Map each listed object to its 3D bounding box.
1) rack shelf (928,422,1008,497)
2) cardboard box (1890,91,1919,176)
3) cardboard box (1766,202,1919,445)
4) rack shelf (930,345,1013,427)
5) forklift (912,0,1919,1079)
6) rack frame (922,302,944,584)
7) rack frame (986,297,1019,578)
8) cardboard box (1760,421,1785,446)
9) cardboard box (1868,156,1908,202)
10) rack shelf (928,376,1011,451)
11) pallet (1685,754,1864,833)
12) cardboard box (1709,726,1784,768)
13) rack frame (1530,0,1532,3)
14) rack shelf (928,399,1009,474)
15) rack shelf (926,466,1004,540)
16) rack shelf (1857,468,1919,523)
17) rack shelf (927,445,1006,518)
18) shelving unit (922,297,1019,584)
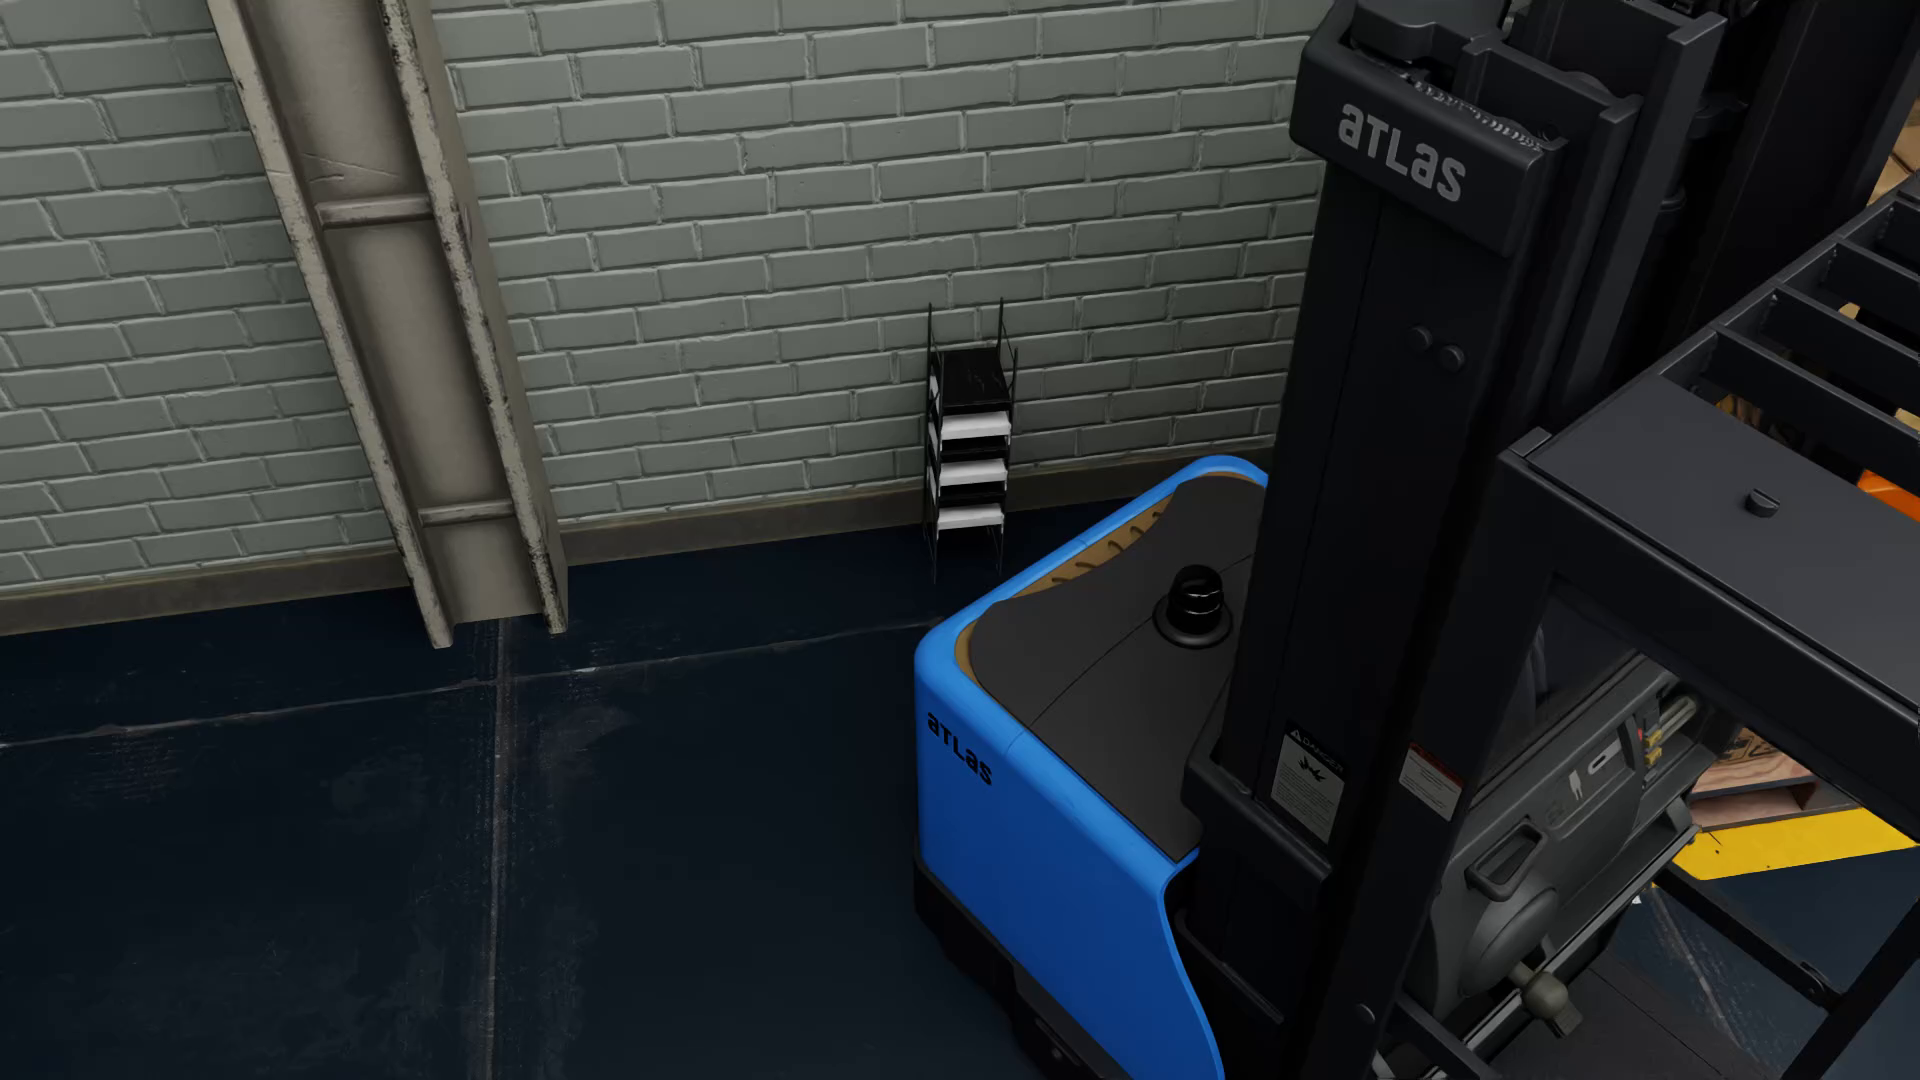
[{"bbox_3d":[0.018,-0.250,4.907,0.200,0.077,0.258,-5,46,-8],"label":"rack shelf"},{"bbox_3d":[2.329,-0.901,3.933,0.500,0.250,0.500,-7,46,-7],"label":"cardboard box"},{"bbox_3d":[1.905,-0.458,3.506,0.500,0.250,0.500,-7,46,-7],"label":"cardboard box"},{"bbox_3d":[0.028,-0.438,4.714,0.200,0.077,0.258,-5,46,-8],"label":"rack shelf"},{"bbox_3d":[1.221,0.531,2.703,1.130,2.935,3.031,-32,54,-27],"label":"forklift"},{"bbox_3d":[-0.081,-0.264,4.869,0.006,0.900,0.240,-5,46,-8],"label":"rack frame"},{"bbox_3d":[0.119,-0.283,4.897,0.006,0.900,0.240,-5,46,-8],"label":"rack frame"},{"bbox_3d":[1.783,-0.301,3.632,0.250,0.149,0.380,-7,47,-7],"label":"cardboard box"},{"bbox_3d":[1.820,-0.839,3.873,0.500,0.250,0.500,-6,46,-6],"label":"cardboard box"},{"bbox_3d":[0.024,-0.376,4.778,0.200,0.077,0.258,-5,46,-8],"label":"rack shelf"},{"bbox_3d":[2.273,0.317,4.798,1.213,0.211,1.003,-7,46,-7],"label":"pallet"},{"bbox_3d":[2.031,0.170,4.445,0.637,0.503,0.797,-9,47,-8],"label":"cardboard box"},{"bbox_3d":[1.412,-0.543,3.690,0.127,3.000,1.000,-7,46,-7],"label":"rack frame"},{"bbox_3d":[0.021,-0.313,4.843,0.200,0.077,0.258,-5,46,-8],"label":"rack shelf"},{"bbox_3d":[0.011,-0.124,5.036,0.200,0.077,0.258,-5,46,-8],"label":"rack shelf"},{"bbox_3d":[3.383,-0.539,4.186,4.000,0.370,1.077,-7,46,-7],"label":"rack shelf"},{"bbox_3d":[0.014,-0.187,4.971,0.200,0.077,0.258,-5,46,-8],"label":"rack shelf"},{"bbox_3d":[0.019,-0.273,4.883,0.210,0.900,0.258,-5,46,-8],"label":"shelving unit"}]
